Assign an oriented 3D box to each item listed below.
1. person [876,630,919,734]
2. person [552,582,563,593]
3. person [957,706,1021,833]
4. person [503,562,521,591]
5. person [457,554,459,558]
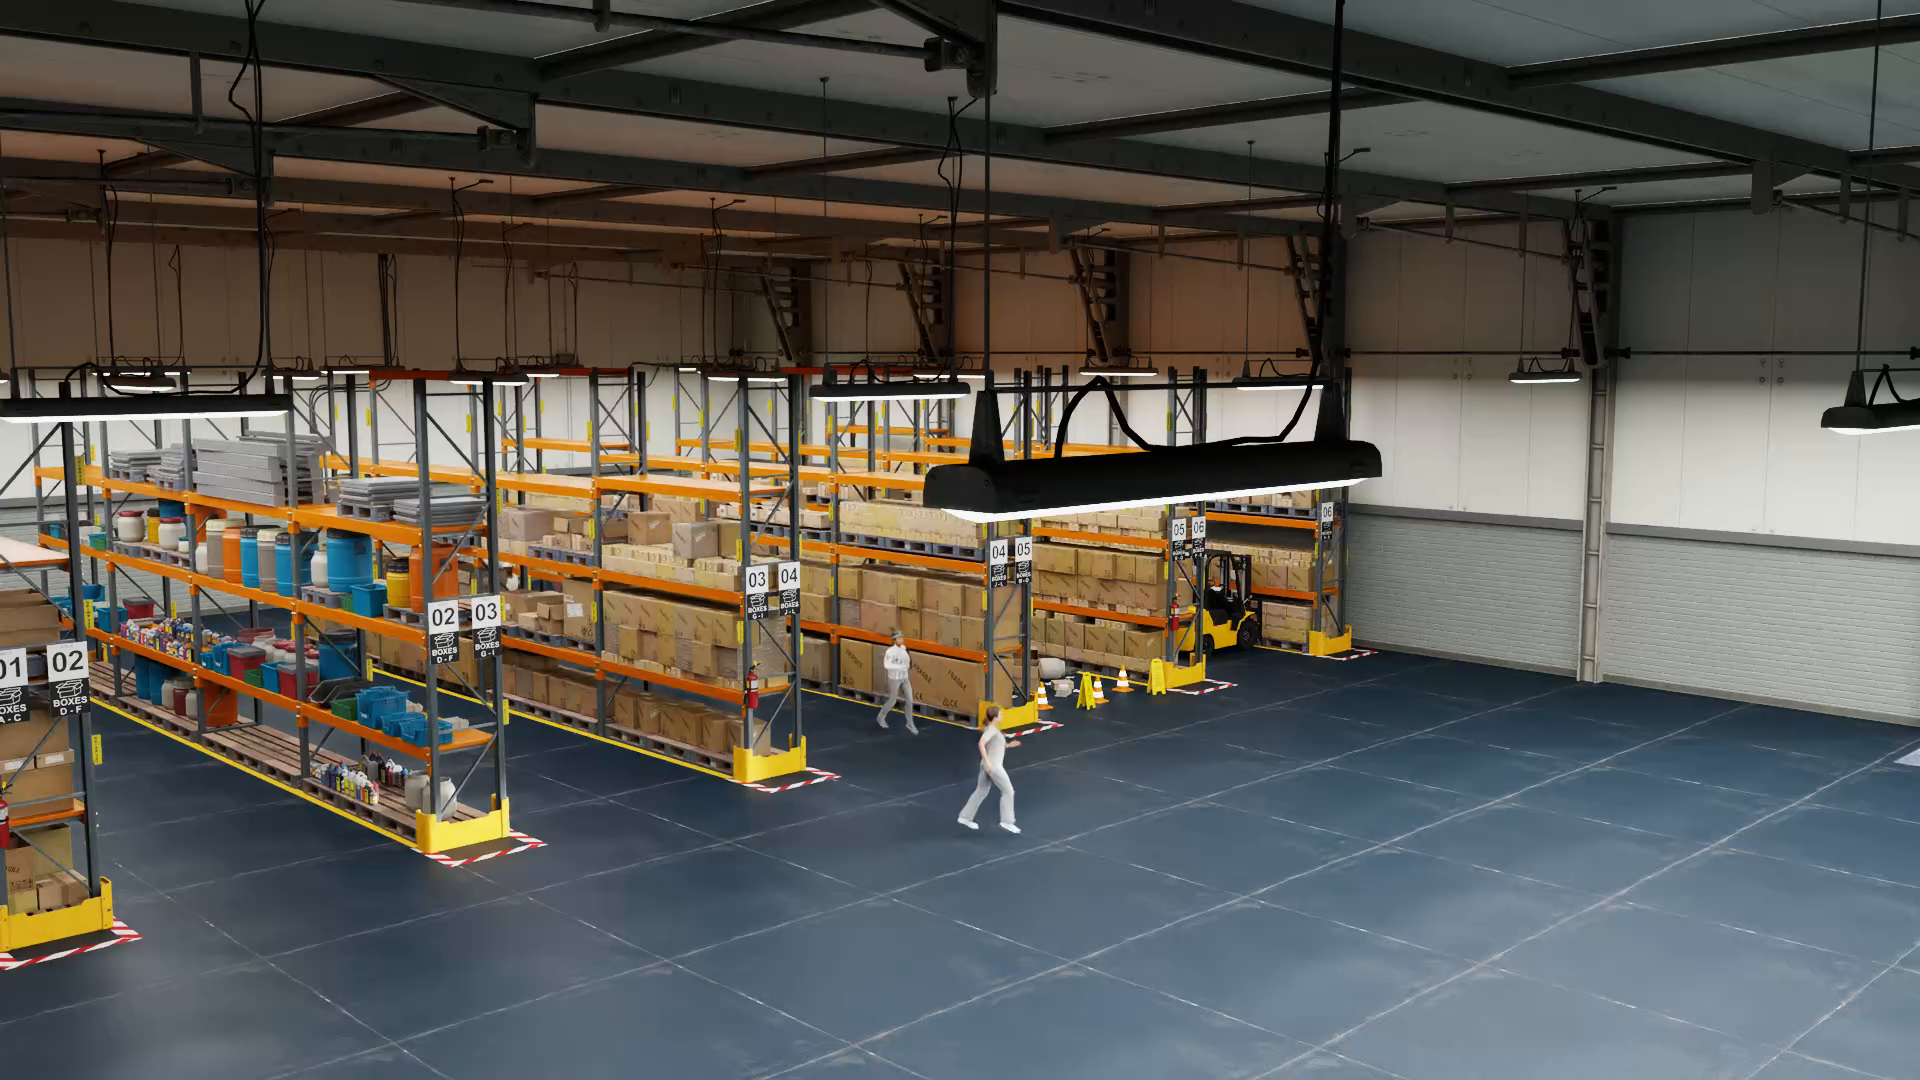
[{"bbox_3d":[-1.056,2.356,27.772,0.788,1.753,0.611,6,9,44],"label":"person"},{"bbox_3d":[-9.980,0.802,41.768,0.702,1.710,0.577,-5,8,-39],"label":"person"},{"bbox_3d":[0.392,3.027,21.856,0.848,1.715,0.535,-2,7,-14],"label":"person"},{"bbox_3d":[-9.945,1.340,36.662,0.767,1.736,0.710,6,9,44],"label":"person"},{"bbox_3d":[-11.819,1.074,38.634,0.765,1.719,1.024,0,6,-2],"label":"person"}]
